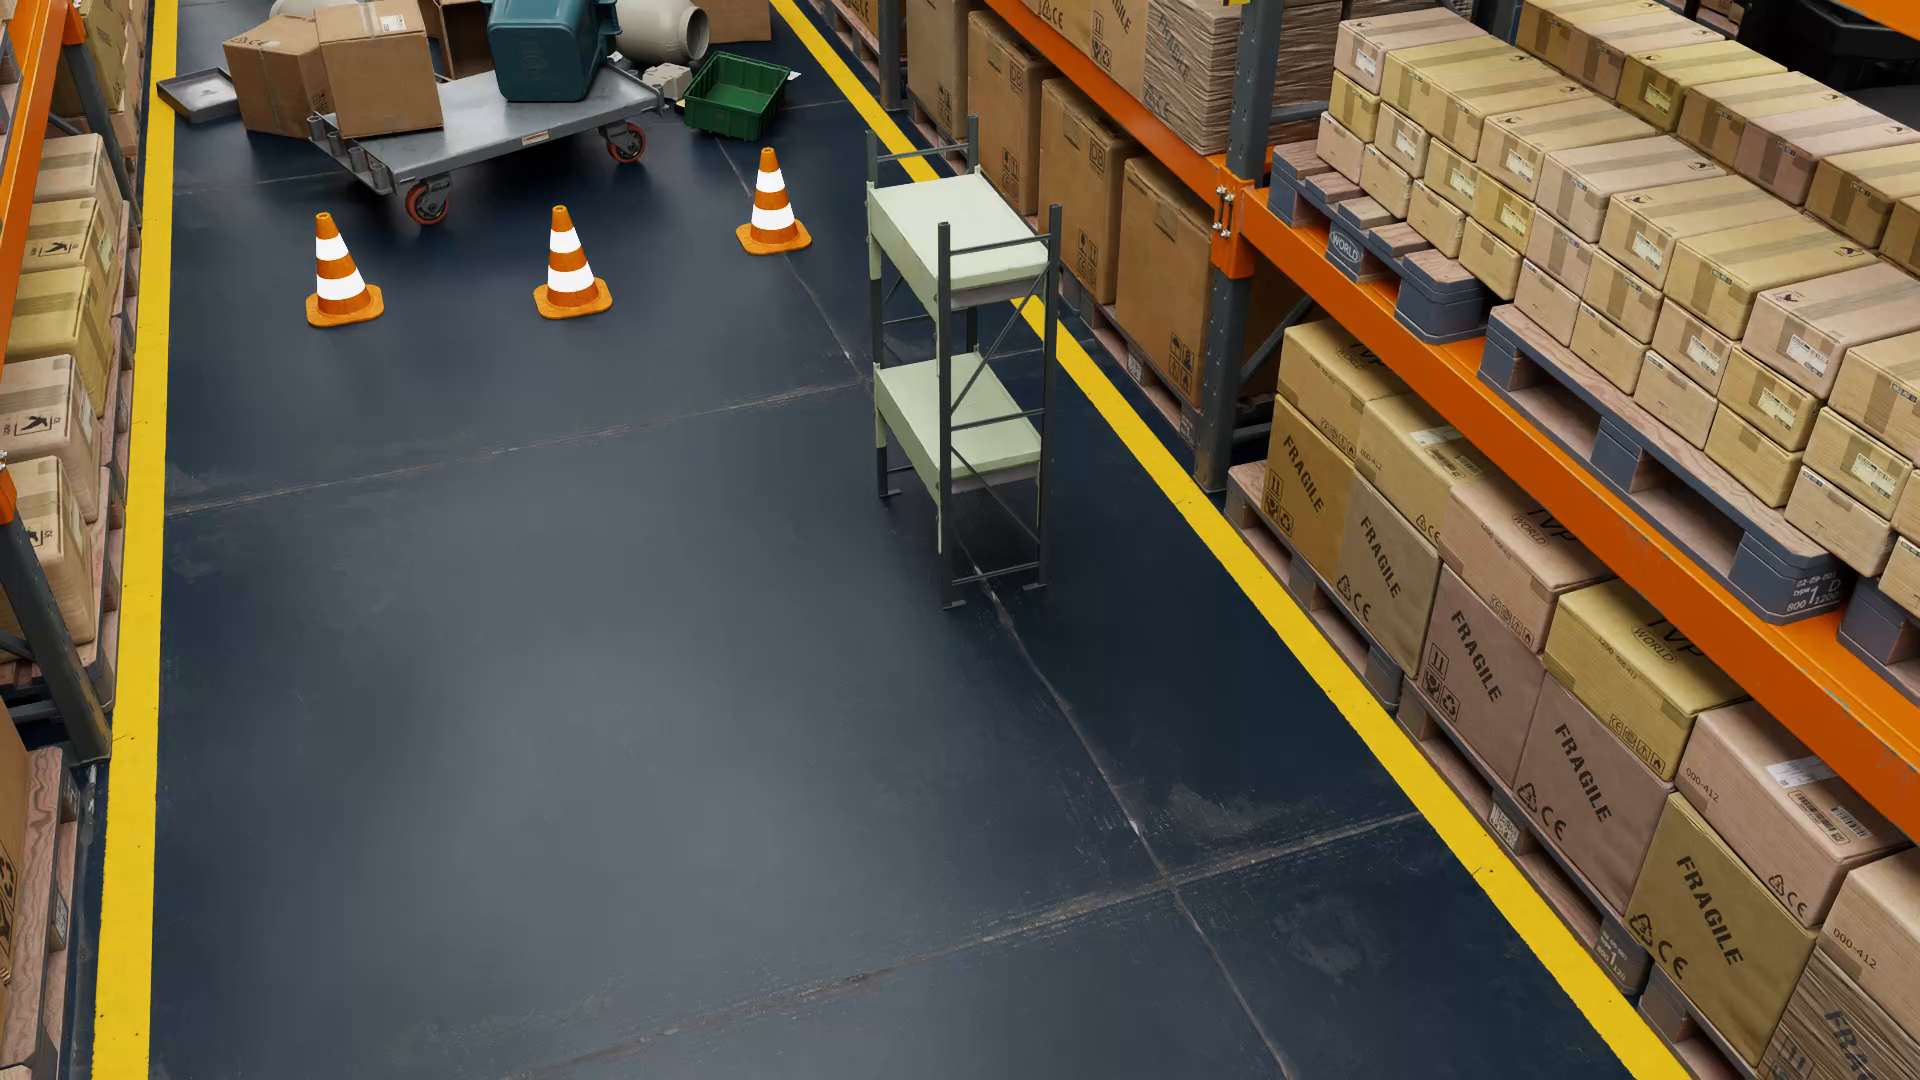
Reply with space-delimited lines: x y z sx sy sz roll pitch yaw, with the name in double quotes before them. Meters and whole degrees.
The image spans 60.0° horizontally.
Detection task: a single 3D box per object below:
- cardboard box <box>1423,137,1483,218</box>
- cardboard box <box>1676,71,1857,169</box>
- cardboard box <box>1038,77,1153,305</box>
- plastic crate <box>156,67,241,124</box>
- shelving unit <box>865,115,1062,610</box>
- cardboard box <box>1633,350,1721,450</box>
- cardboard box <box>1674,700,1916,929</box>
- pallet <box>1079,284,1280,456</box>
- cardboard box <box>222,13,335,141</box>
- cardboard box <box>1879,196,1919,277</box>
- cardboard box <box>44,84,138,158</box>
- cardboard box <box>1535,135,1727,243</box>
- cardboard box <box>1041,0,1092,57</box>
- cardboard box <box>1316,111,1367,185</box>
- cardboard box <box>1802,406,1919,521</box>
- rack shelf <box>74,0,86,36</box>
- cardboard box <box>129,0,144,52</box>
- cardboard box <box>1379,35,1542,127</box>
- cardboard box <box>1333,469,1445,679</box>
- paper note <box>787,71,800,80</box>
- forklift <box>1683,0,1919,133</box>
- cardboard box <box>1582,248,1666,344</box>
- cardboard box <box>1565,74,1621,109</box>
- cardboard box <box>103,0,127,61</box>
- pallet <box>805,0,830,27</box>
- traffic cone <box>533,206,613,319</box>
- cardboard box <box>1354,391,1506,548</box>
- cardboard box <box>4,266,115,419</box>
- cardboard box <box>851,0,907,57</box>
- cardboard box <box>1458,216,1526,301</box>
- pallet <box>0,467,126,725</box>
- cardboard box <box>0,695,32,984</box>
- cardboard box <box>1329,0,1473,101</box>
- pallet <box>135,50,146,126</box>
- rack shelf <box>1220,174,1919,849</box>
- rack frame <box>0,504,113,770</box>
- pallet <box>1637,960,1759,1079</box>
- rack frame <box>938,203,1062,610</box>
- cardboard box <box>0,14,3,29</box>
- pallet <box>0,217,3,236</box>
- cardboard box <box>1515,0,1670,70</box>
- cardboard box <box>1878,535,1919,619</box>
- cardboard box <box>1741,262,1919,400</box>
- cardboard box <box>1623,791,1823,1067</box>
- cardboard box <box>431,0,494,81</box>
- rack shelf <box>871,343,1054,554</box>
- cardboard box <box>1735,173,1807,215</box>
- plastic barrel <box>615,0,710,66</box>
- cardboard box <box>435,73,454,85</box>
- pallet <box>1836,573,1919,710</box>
"cardboard box" 1.577 -1.077 4.799 0.380 0.149 0.250 -14 39 -17
"cardboard box" 2.278 -1.191 4.703 0.380 0.149 0.250 -11 38 -15
"cardboard box" 0.980 -1.633 7.445 1.050 0.750 0.750 -12 39 -15
"plastic crate" -4.351 -2.576 9.603 0.402 0.080 0.583 -27 45 -31
"shelving unit" -0.002 -0.603 5.804 0.431 1.500 0.755 -12 39 -16
"cardboard box" 1.920 -0.385 4.128 0.380 0.149 0.250 -14 39 -17
"cardboard box" 2.128 0.621 4.037 0.500 0.250 0.500 -11 38 -14
"pallet" 1.209 -0.855 7.210 1.003 0.211 1.213 -12 39 -16
"cardboard box" -3.671 -2.575 9.251 0.500 0.500 0.500 12 39 16
"cardboard box" 2.540 -0.753 4.122 0.380 0.149 0.250 -11 38 -15
"cardboard box" -4.530 -2.144 8.540 0.500 0.250 0.500 -14 39 -18
"cardboard box" 1.747 -0.919 4.342 0.380 0.149 0.250 -11 38 -14
"cardboard box" 0.660 -2.311 6.742 0.500 0.500 0.500 -13 39 -17
"cardboard box" 1.374 -1.281 5.317 0.380 0.149 0.250 -13 39 -17
"cardboard box" 2.102 -0.208 3.646 0.380 0.149 0.250 -14 39 -18
"rack shelf" -5.268 -3.528 9.039 1.077 0.370 4.000 -12 39 -16
"cardboard box" -5.070 -3.025 9.709 0.500 0.250 0.500 -14 39 -18
"cardboard box" 1.481 -1.360 4.928 0.380 0.149 0.250 -13 39 -17
"cardboard box" 1.589 0.059 5.408 0.500 0.500 0.500 -12 39 -15
"paper note" -1.049 -2.774 9.907 0.142 0.020 0.147 19 41 23
"forklift" 3.873 -2.586 7.247 1.130 2.935 3.031 -5 37 -6
"cardboard box" 1.831 -0.652 4.235 0.380 0.149 0.250 -13 39 -16
"cardboard box" 2.100 -1.359 5.173 0.380 0.149 0.250 -11 38 -14
"cardboard box" -4.725 -2.744 8.712 0.500 0.500 0.500 -11 38 -14
"pallet" -0.579 -3.790 11.106 1.003 0.211 1.213 -12 39 -16
"traffic cone" -1.800 -1.305 7.598 0.336 0.463 0.334 -12 39 -16
"cardboard box" 1.594 -0.251 5.195 0.500 0.250 0.500 -13 39 -16
"cardboard box" -3.906 -0.710 6.535 0.950 0.372 0.625 -11 38 -14
"cardboard box" -0.118 -3.456 9.762 0.875 0.875 0.875 -12 39 -15
"cardboard box" 1.653 -0.825 4.711 0.380 0.149 0.250 -11 38 -14
"pallet" -3.471 0.246 5.748 1.003 0.211 1.213 -12 39 -16
"cardboard box" -3.044 0.662 4.294 0.875 0.875 0.875 -13 39 -16
"cardboard box" 1.508 -1.857 6.139 0.500 0.500 0.500 -12 39 -15
"pallet" -5.268 -2.634 9.572 1.003 0.211 1.213 -12 39 -16
"rack shelf" 2.097 -0.091 4.475 1.077 0.370 4.000 -12 39 -16
"rack frame" -3.204 -0.426 4.322 1.000 3.000 0.127 -12 39 -16
"pallet" 2.516 1.426 4.181 1.003 0.211 1.213 -12 39 -16
"rack frame" 0.124 -0.396 5.529 0.400 1.500 0.023 -12 39 -16
"cardboard box" -3.806 -1.940 6.192 0.380 0.149 0.250 -12 39 -16
"pallet" -3.549 -0.730 4.885 1.213 0.211 1.003 -12 39 -16
"cardboard box" 2.008 -1.631 5.287 0.380 0.149 0.250 -14 39 -18
"cardboard box" 2.203 0.072 3.522 0.380 0.149 0.250 -14 39 -18
"cardboard box" 2.016 -0.476 3.754 0.380 0.149 0.250 -14 39 -18
"cardboard box" 2.118 0.927 4.255 0.500 0.500 0.500 -13 39 -17
"cardboard box" -2.646 -3.008 9.712 0.797 0.637 0.503 -12 39 -16
"rack shelf" -0.002 -0.342 6.000 0.431 0.370 0.720 -12 39 -16
"cardboard box" 2.362 -0.928 4.602 0.380 0.149 0.250 -13 39 -16
"plastic barrel" -1.798 -3.062 9.963 0.512 0.421 0.421 12 39 16
"cardboard box" -2.845 -2.498 9.346 0.396 0.266 0.258 19 41 23
"pallet" 2.659 0.367 3.430 1.003 0.211 1.213 -12 39 -16
